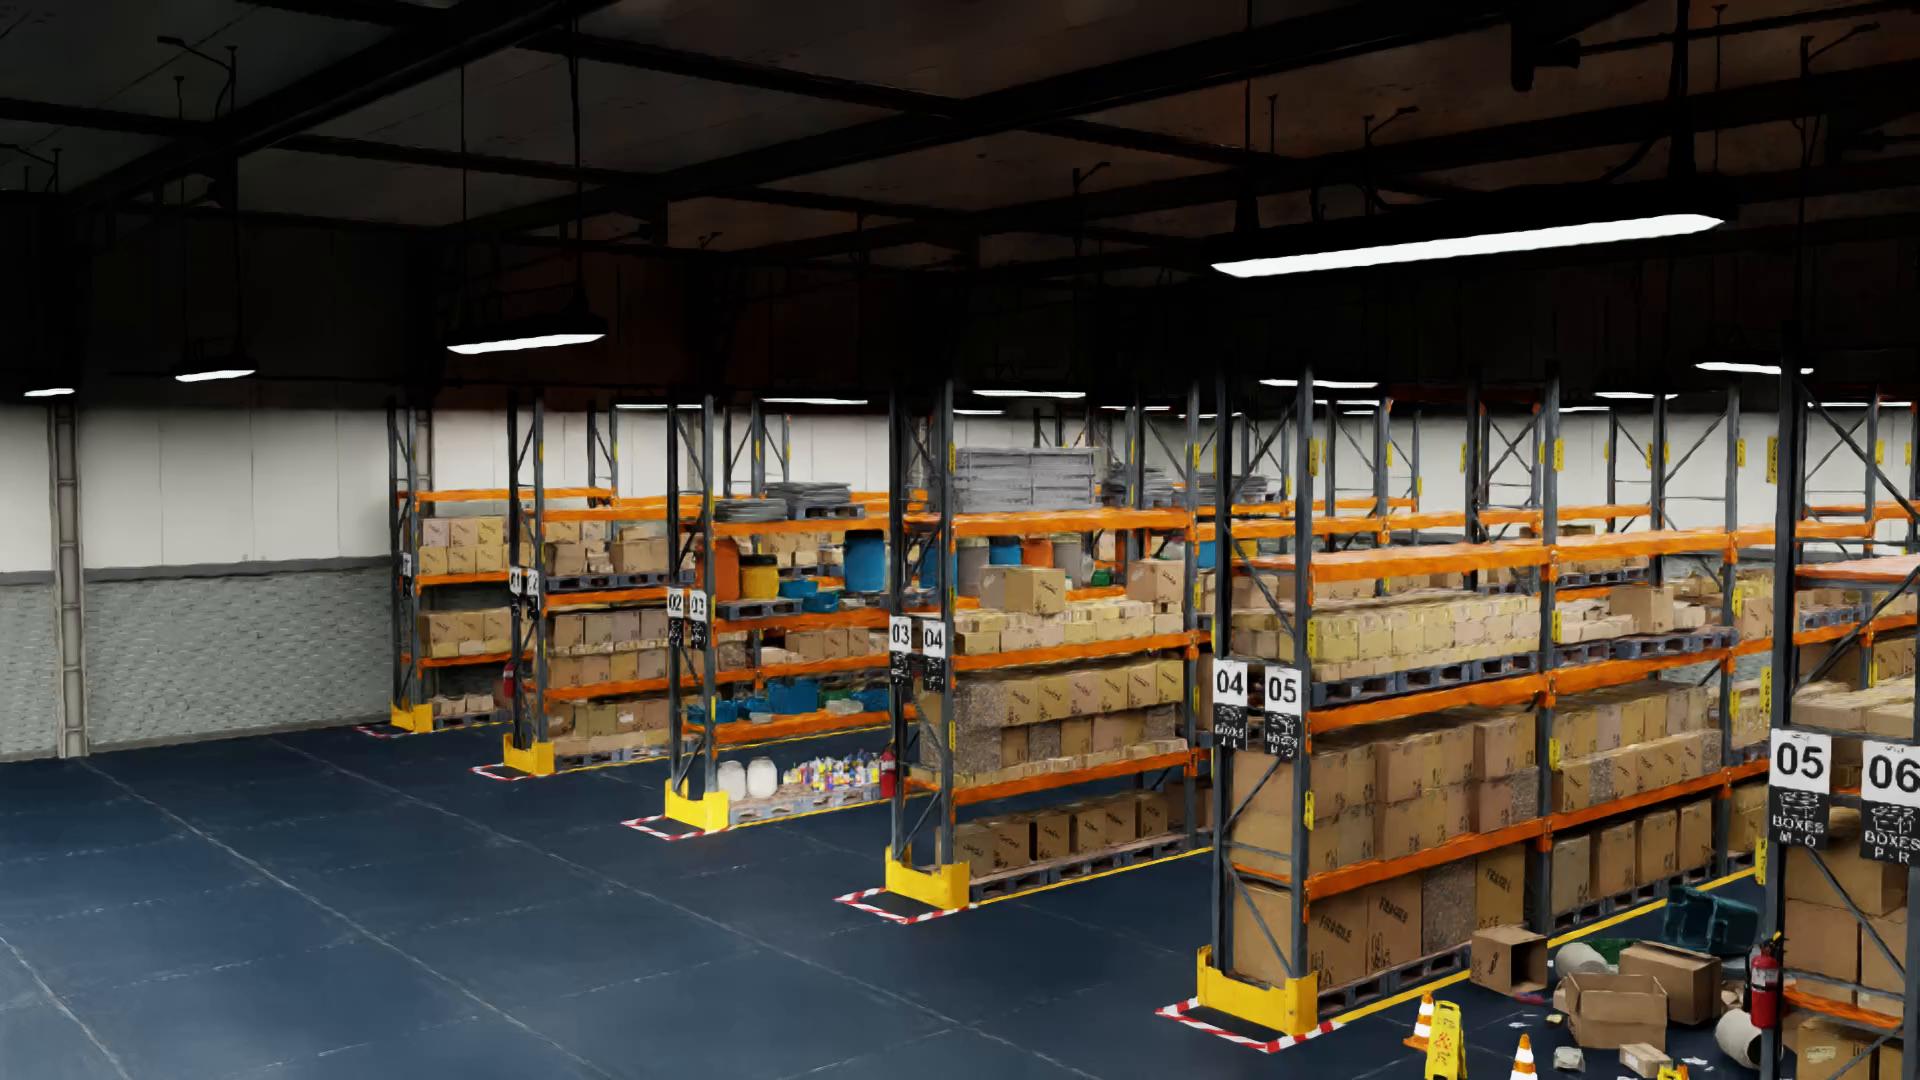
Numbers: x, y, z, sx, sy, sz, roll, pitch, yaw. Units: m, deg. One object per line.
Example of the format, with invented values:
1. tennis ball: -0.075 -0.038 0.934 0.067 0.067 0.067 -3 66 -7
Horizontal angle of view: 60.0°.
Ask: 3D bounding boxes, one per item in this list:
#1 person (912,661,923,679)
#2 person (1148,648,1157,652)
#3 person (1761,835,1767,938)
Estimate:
1. person: -0.963 2.414 33.611 0.510 1.596 0.625 -3 5 -42
2. person: 3.779 2.418 32.406 0.436 1.680 0.545 2 4 29
3. person: 8.542 3.345 17.276 0.467 1.599 0.450 -1 3 -10
